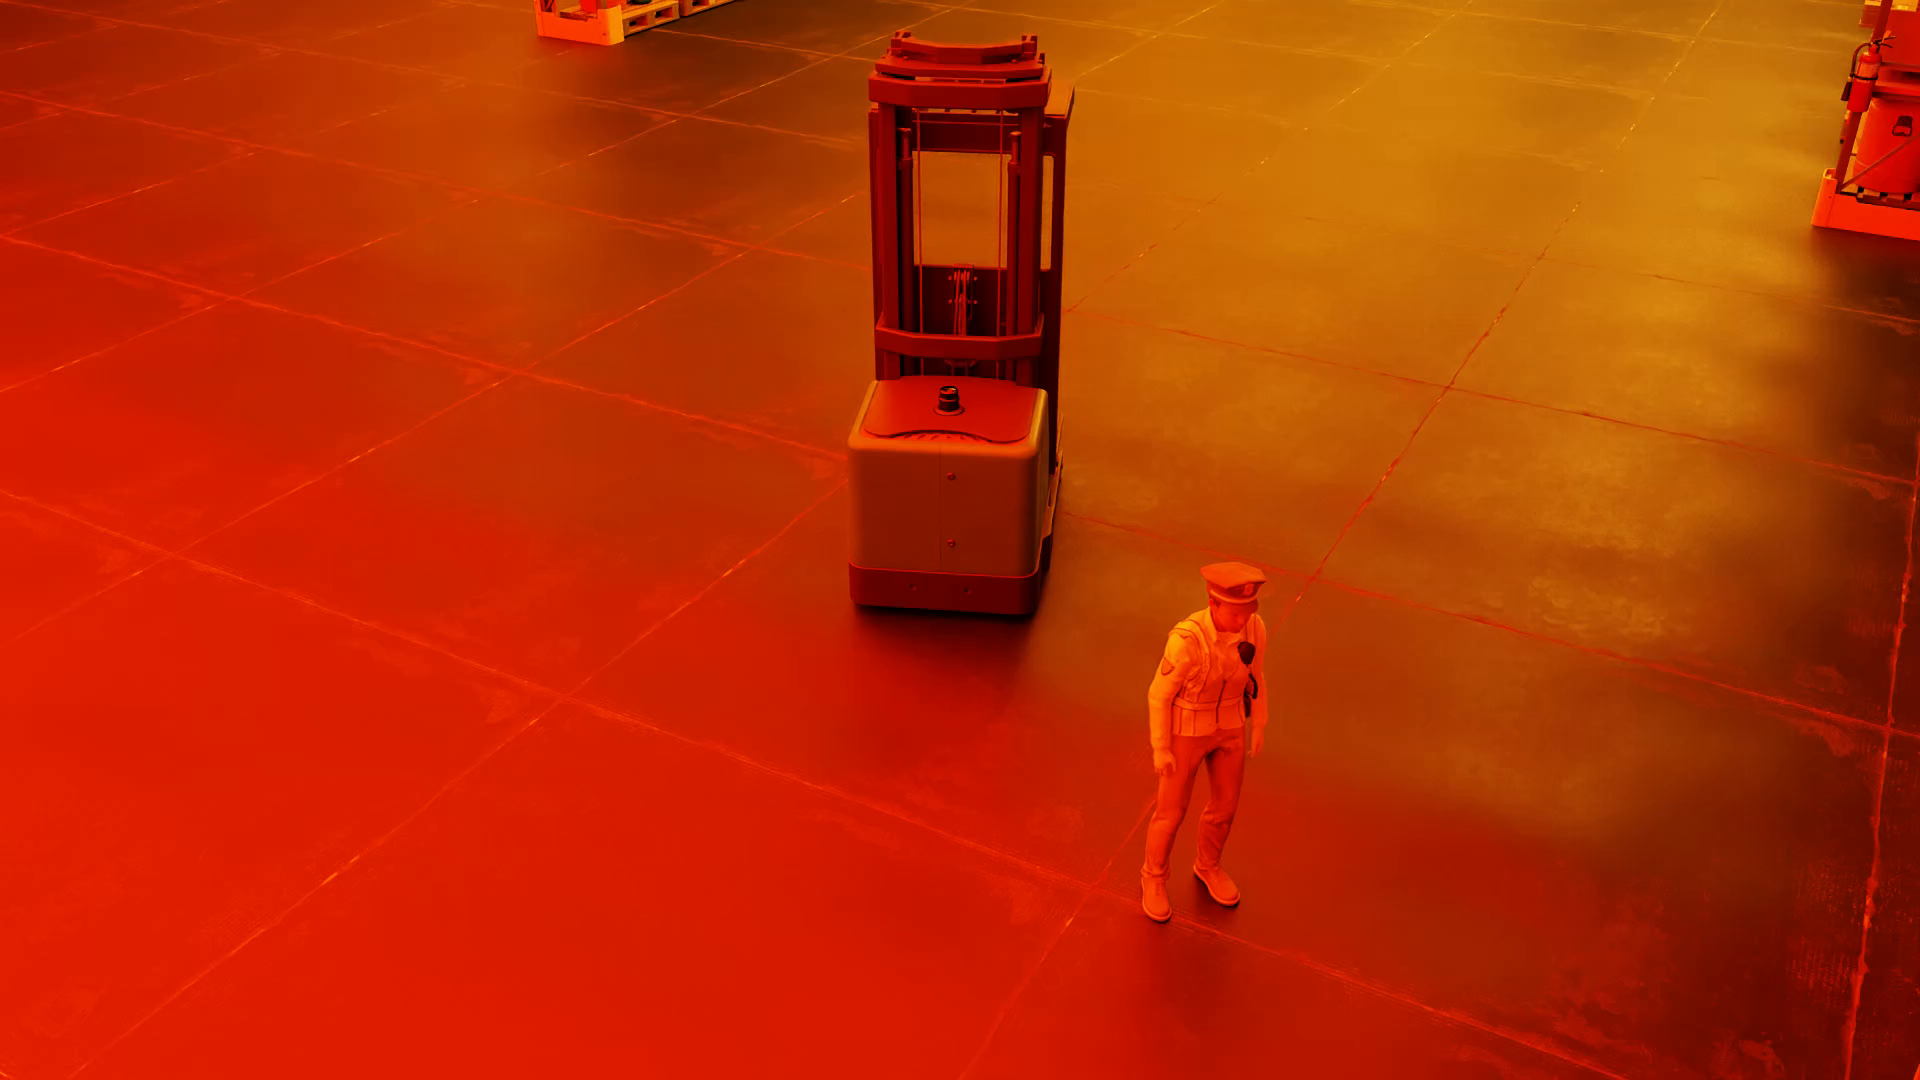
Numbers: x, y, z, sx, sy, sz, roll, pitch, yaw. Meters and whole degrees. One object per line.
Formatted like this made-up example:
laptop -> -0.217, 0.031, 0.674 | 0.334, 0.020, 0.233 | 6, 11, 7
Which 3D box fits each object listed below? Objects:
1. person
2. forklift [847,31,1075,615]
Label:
person -> 1.029, 0.812, 6.930 | 0.547, 1.666, 0.371 | -10, 32, -17
forklift -> 0.072, -1.572, 9.794 | 1.130, 2.935, 3.031 | 3, 30, 6
